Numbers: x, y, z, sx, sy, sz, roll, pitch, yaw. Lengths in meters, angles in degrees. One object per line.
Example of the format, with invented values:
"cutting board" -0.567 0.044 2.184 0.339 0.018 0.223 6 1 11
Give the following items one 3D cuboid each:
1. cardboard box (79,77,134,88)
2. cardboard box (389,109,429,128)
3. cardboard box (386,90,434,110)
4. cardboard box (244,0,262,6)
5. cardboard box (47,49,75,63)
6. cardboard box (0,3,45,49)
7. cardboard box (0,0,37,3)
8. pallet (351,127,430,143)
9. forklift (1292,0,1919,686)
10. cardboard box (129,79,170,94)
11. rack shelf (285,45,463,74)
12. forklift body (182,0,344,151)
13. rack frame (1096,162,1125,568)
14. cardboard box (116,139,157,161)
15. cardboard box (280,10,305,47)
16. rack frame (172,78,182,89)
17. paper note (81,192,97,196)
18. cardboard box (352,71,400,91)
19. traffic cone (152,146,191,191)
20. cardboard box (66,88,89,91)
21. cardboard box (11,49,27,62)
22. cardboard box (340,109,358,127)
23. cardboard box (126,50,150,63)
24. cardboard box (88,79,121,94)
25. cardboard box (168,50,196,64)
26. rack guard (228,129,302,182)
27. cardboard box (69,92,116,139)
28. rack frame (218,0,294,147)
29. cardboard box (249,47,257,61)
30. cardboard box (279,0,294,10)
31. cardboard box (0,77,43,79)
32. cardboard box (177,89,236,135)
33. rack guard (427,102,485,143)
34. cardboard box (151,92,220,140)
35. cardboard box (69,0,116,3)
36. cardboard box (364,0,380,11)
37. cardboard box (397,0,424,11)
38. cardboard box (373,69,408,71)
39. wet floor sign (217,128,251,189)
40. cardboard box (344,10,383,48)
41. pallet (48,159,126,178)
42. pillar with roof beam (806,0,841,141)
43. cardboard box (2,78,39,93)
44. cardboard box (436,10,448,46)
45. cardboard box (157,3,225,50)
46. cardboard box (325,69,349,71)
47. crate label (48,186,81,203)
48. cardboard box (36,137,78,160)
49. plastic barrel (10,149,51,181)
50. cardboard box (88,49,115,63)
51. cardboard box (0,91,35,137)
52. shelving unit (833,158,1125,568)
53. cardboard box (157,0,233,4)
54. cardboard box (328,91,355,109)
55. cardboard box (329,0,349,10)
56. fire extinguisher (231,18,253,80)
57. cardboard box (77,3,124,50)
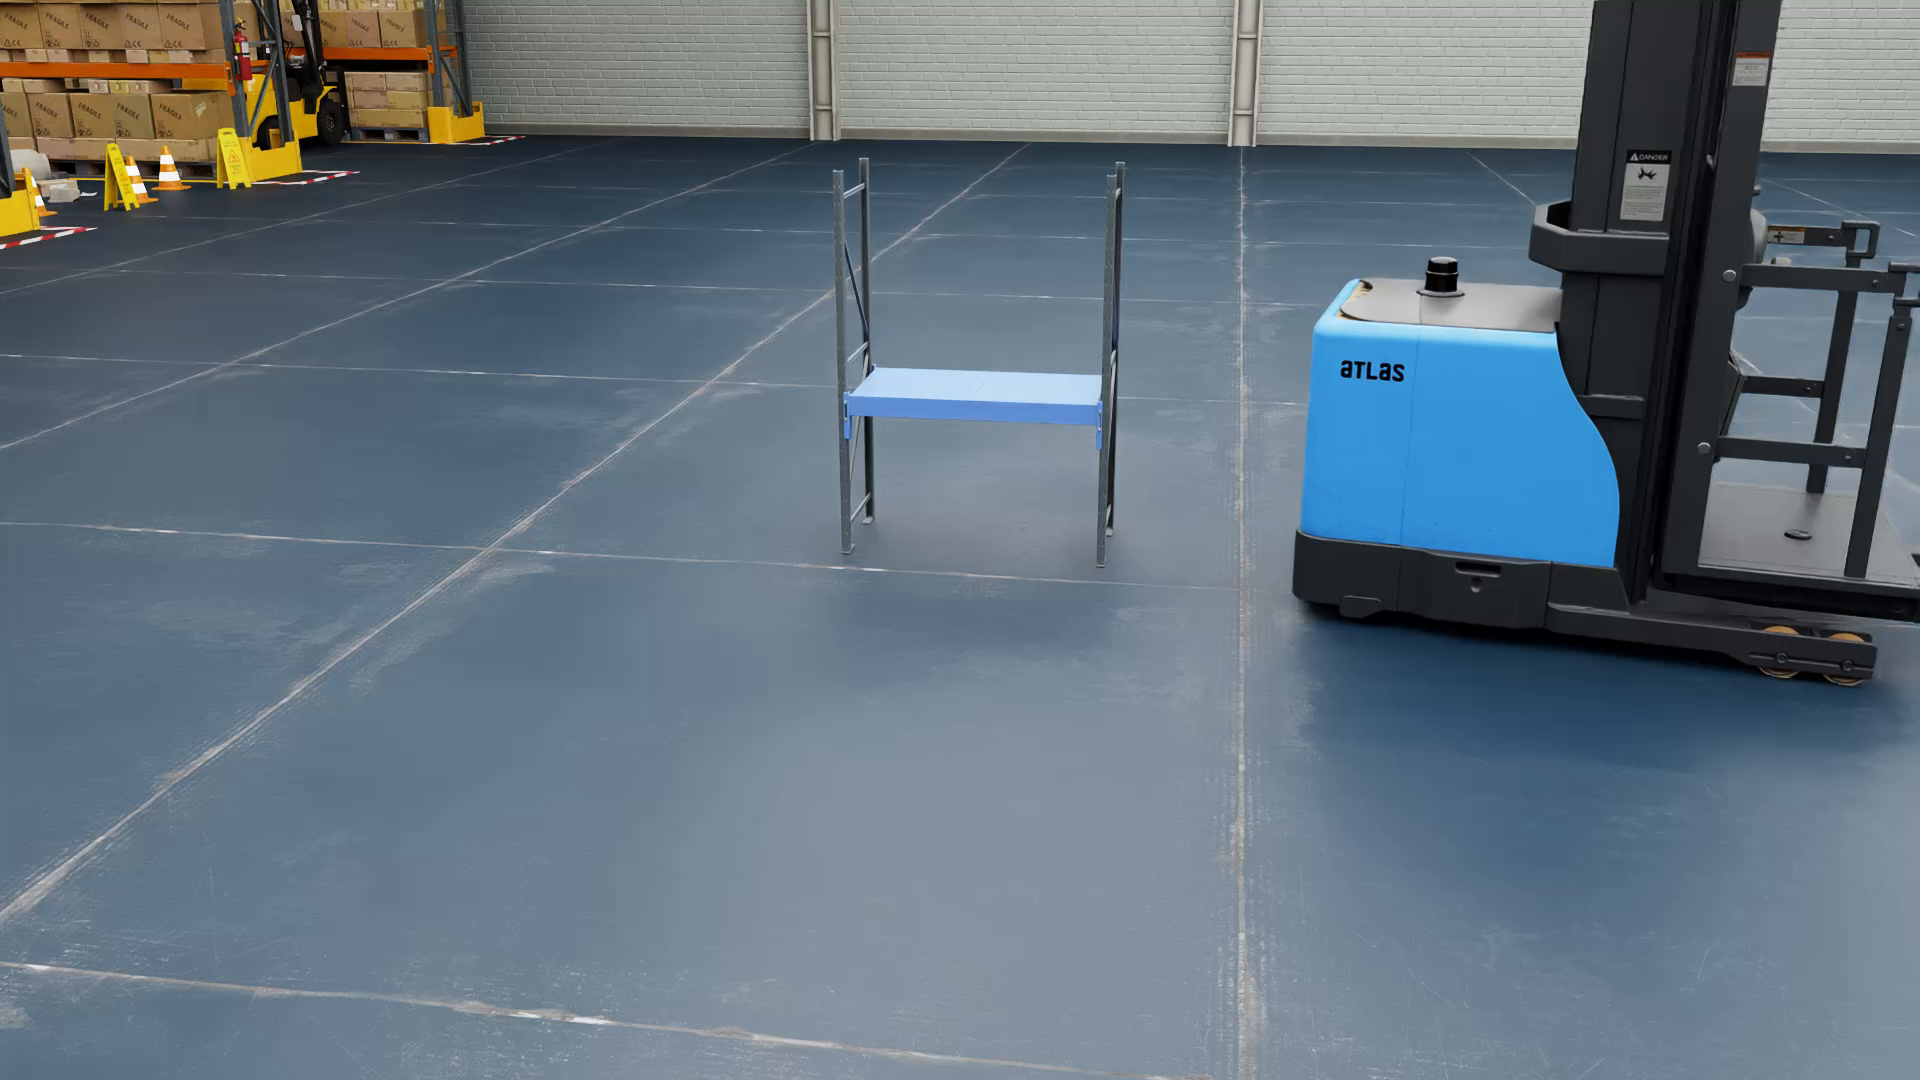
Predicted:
"cardboard box" -12.572 -6.598 24.877 0.625 0.625 0.875 3 19 8
"cardboard box" -7.855 -6.080 23.918 0.500 0.250 0.500 3 19 9
"cardboard box" -7.871 -6.319 23.844 0.500 0.250 0.500 3 19 8
"cardboard box" -10.009 -7.651 23.764 0.250 0.149 0.380 3 19 8
"cardboard box" -10.299 -5.599 19.206 0.250 0.149 0.380 3 19 8
"cardboard box" -10.691 -5.938 19.195 0.500 0.500 0.500 3 19 8
"cardboard box" -10.682 -6.412 19.038 0.500 0.500 0.700 3 19 7
"pallet" -8.103 -5.963 24.291 1.213 0.211 1.003 3 19 9
"forklift" 2.774 -1.107 5.492 3.031 2.935 1.130 6 20 18
"cardboard box" -9.330 -5.219 19.141 0.250 0.149 0.380 3 19 10
"rack shelf" -9.316 -7.019 24.188 4.000 0.370 1.077 3 19 9
"forklift body" -9.503 -6.381 22.485 1.214 2.155 2.313 3 19 9
"rack frame" 0.586 -0.681 6.476 0.032 1.500 0.500 3 19 9
"cardboard box" -9.476 -4.585 19.450 0.500 0.250 0.500 3 19 9
"cardboard box" -9.383 -7.326 23.814 0.500 0.500 0.500 3 19 9
"rack frame" -11.290 -7.461 24.375 0.127 3.000 1.000 3 19 9
"paper note" -9.374 -3.721 17.875 0.142 0.019 0.148 -3 19 -10
"cardboard box" -8.350 -6.579 23.833 0.500 0.250 0.500 3 19 10
"traffic cone" -8.754 -4.119 18.384 0.334 0.463 0.336 3 19 9
"cardboard box" -10.441 -5.161 19.989 0.500 0.500 0.500 4 19 12
"cardboard box" -10.782 -5.643 19.337 0.250 0.149 0.380 3 19 8
"cardboard box" -8.837 -6.136 24.085 0.500 0.250 0.500 3 19 9
"cardboard box" -9.304 -5.538 19.024 0.250 0.149 0.380 3 19 10
"cardboard box" -9.838 -5.247 19.223 0.250 0.149 0.380 4 19 11
"cardboard box" -8.795 -5.515 18.955 0.250 0.149 0.380 3 19 8
"rack guard" -8.200 -4.523 19.533 0.348 0.500 1.175 3 19 9
"cardboard box" -9.970 -4.967 19.410 0.500 0.500 0.500 2 19 7
"rack frame" -8.125 -5.705 19.125 0.127 3.000 1.000 3 19 9
"cardboard box" -8.427 -5.667 19.410 0.250 0.149 0.380 3 19 9
"cardboard box" -9.494 -7.634 23.711 0.250 0.149 0.380 3 19 8
"cardboard box" -13.980 -6.669 25.089 0.625 0.625 0.875 4 19 10
"cardboard box" -8.901 -5.084 19.759 0.500 0.500 0.500 2 19 7
"rack guard" -7.317 -6.073 24.166 0.348 0.500 1.175 3 19 9
"cardboard box" -8.957 -4.914 19.252 0.500 0.500 0.500 3 19 9
"cardboard box" -9.682 -6.346 18.839 0.500 0.500 0.700 3 19 8
"cardboard box" -8.231 -7.580 23.551 0.250 0.149 0.380 3 19 10
"cardboard box" -7.728 -7.545 23.444 0.250 0.149 0.380 3 19 9
"cardboard box" -8.279 -6.737 24.305 0.500 0.250 0.500 3 19 9
"wet floor sign" -8.107 -4.243 18.468 0.232 0.644 0.267 10 21 27
"cardboard box" -8.379 -7.279 23.672 0.500 0.500 0.500 4 19 10
"pallet" -10.197 -4.500 19.920 1.213 0.211 1.003 3 19 9
"pillar with roof beam" -2.644 -8.772 18.837 0.400 9.000 9.100 3 19 9
"cardboard box" -10.913 -5.300 19.382 0.250 0.149 0.380 4 19 11
"cardboard box" -7.786 -7.419 24.092 0.500 0.500 0.500 4 19 10
"cardboard box" -8.704 -5.834 18.886 0.500 0.500 0.500 3 19 8
"cardboard box" -9.276 -6.793 24.474 0.500 0.250 0.500 3 19 8
"crate label" -9.380 -3.620 17.406 0.298 0.136 0.250 -7 20 -20
"cardboard box" -10.481 -4.638 19.608 0.500 0.250 0.500 3 19 8
"plastic barrel" -10.404 -4.112 18.427 0.512 0.421 0.421 -15 24 -38
"cardboard box" -9.802 -5.580 19.148 0.250 0.149 0.380 3 19 8
"cardboard box" -11.004 -5.019 19.566 0.500 0.500 0.500 4 19 11
"shelving unit" 0.084 -0.707 6.552 1.048 1.500 0.538 3 19 9
"cardboard box" -8.664 -6.325 18.776 0.500 0.500 0.700 2 19 7
"cardboard box" -8.878 -6.367 23.988 0.500 0.250 0.500 2 19 7
"cardboard box" -8.745 -7.595 23.595 0.250 0.149 0.380 2 19 7
"fire extinguisher" -8.085 -5.518 18.689 0.183 0.674 0.296 3 19 9
"cardboard box" -9.691 -5.887 19.044 0.500 0.500 0.500 3 19 8
